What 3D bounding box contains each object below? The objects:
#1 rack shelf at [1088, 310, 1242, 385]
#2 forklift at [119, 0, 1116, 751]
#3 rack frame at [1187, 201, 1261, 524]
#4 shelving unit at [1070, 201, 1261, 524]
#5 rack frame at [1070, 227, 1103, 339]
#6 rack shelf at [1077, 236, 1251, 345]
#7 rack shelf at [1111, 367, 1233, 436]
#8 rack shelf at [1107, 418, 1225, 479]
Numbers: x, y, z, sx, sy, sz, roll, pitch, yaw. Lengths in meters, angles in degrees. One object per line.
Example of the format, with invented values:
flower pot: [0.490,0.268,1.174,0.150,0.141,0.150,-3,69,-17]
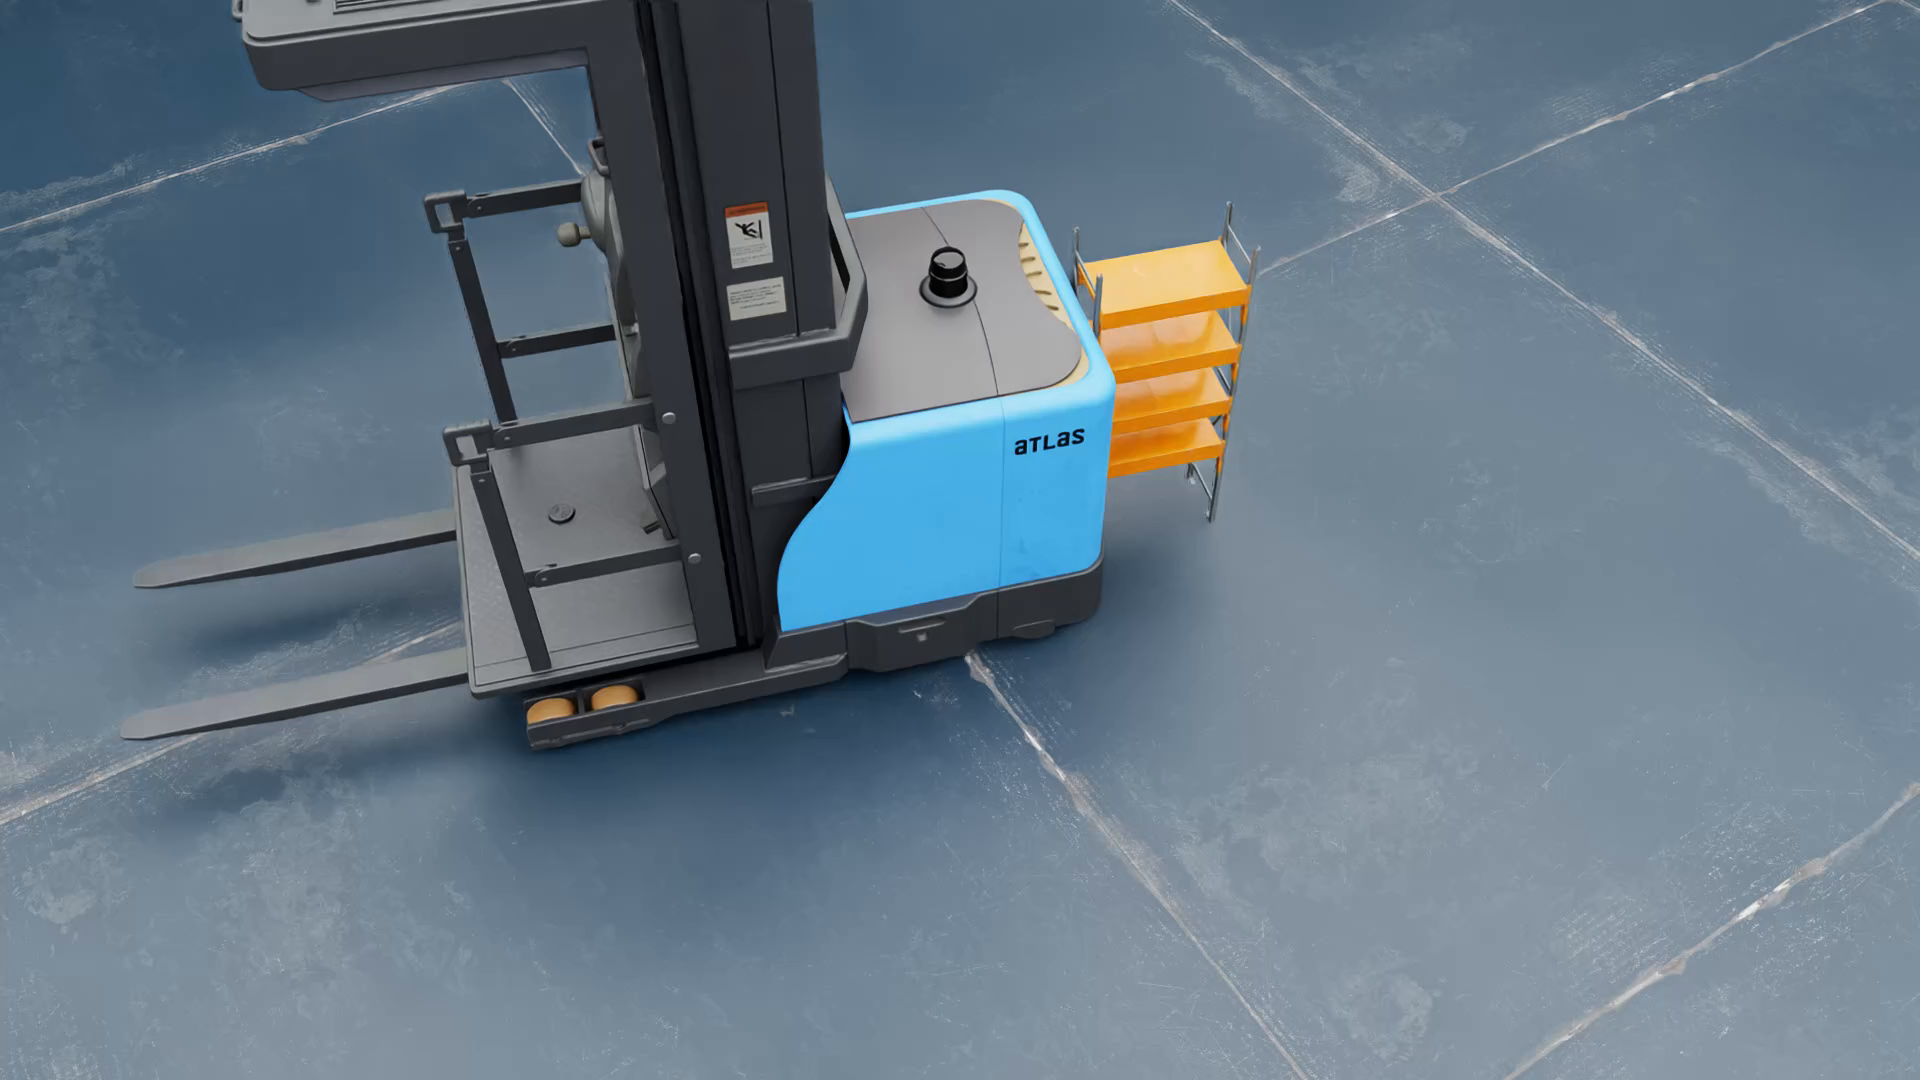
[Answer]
rack shelf: [0.614,-0.601,5.272,0.480,0.148,0.258,-11,49,-10]
forklift: [-1.114,-0.769,4.472,3.031,2.935,1.130,-11,49,-10]
rack frame: [0.850,-0.544,5.431,0.015,1.200,0.240,-11,49,-10]
shelving unit: [0.614,-0.497,5.389,0.503,1.200,0.258,-11,49,-10]
rack frame: [0.378,-0.449,5.347,0.015,1.200,0.240,-11,49,-10]
rack shelf: [0.614,-0.758,5.095,0.480,0.148,0.258,-11,49,-10]
rack shelf: [0.614,-0.452,5.439,0.480,0.148,0.258,-11,49,-10]
rack shelf: [0.614,-0.320,5.587,0.480,0.148,0.258,-11,49,-10]
